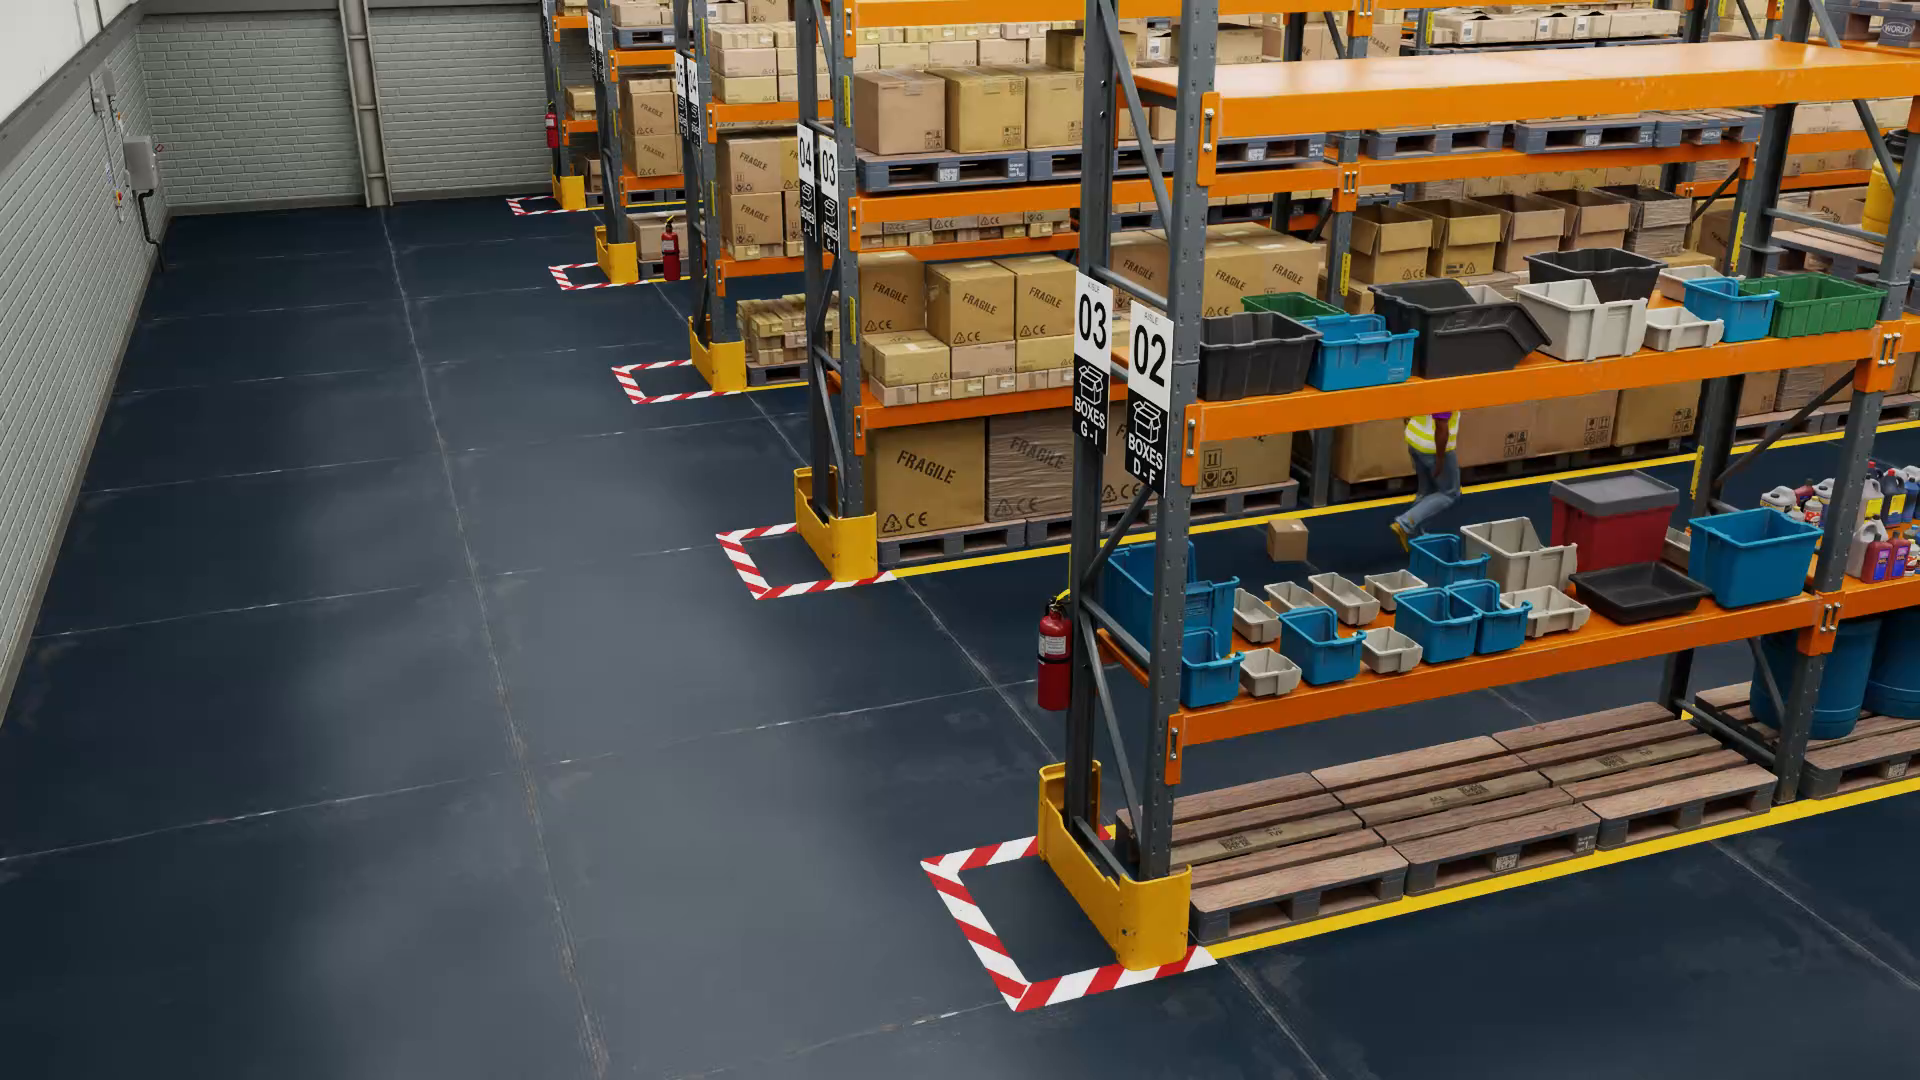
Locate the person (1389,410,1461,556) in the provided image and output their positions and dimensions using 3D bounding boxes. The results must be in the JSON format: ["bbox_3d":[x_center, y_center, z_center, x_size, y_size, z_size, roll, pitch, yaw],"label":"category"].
[{"bbox_3d":[3.505,-0.704,12.476,0.591,1.757,0.572,-6,23,-14],"label":"person"}]
